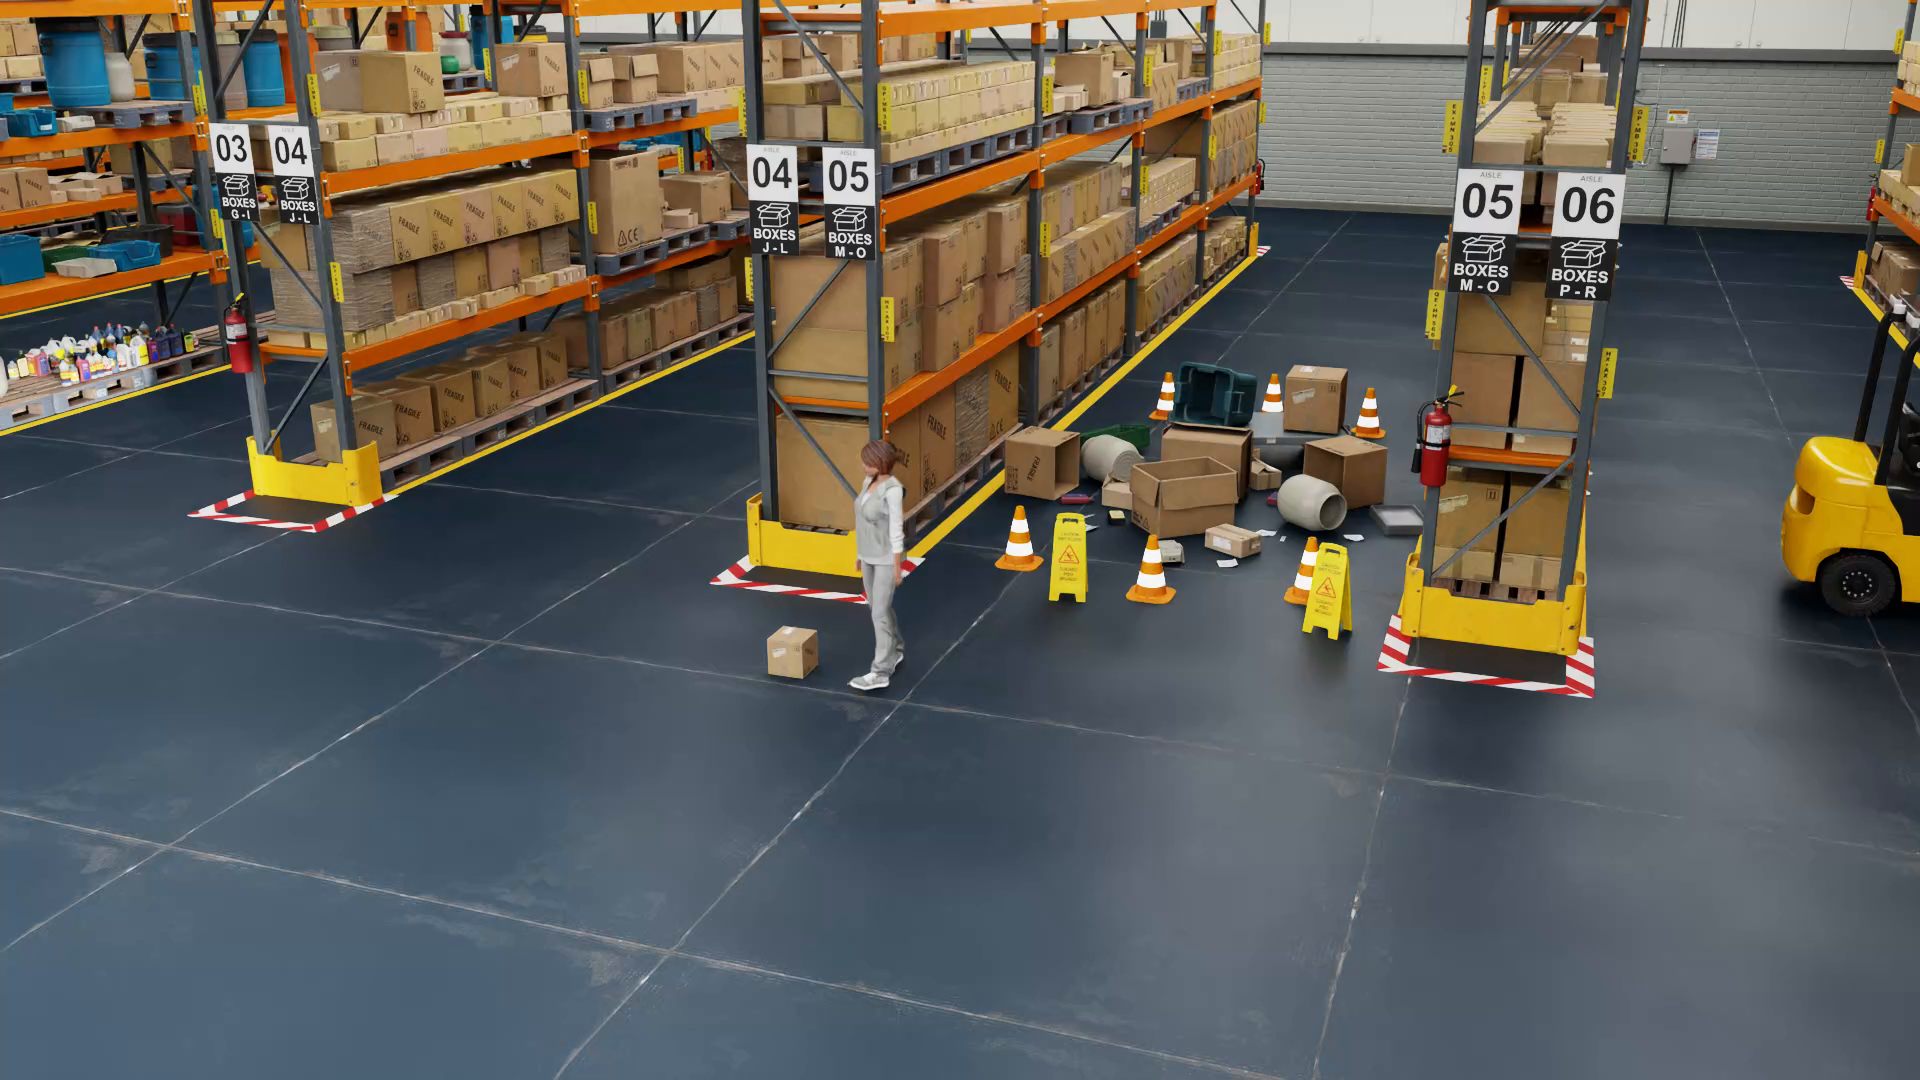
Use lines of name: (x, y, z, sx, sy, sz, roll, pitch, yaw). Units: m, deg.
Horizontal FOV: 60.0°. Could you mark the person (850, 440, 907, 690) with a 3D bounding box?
person: (-0.530, 0.141, 10.622, 0.547, 1.593, 0.411, -11, 22, -29)
